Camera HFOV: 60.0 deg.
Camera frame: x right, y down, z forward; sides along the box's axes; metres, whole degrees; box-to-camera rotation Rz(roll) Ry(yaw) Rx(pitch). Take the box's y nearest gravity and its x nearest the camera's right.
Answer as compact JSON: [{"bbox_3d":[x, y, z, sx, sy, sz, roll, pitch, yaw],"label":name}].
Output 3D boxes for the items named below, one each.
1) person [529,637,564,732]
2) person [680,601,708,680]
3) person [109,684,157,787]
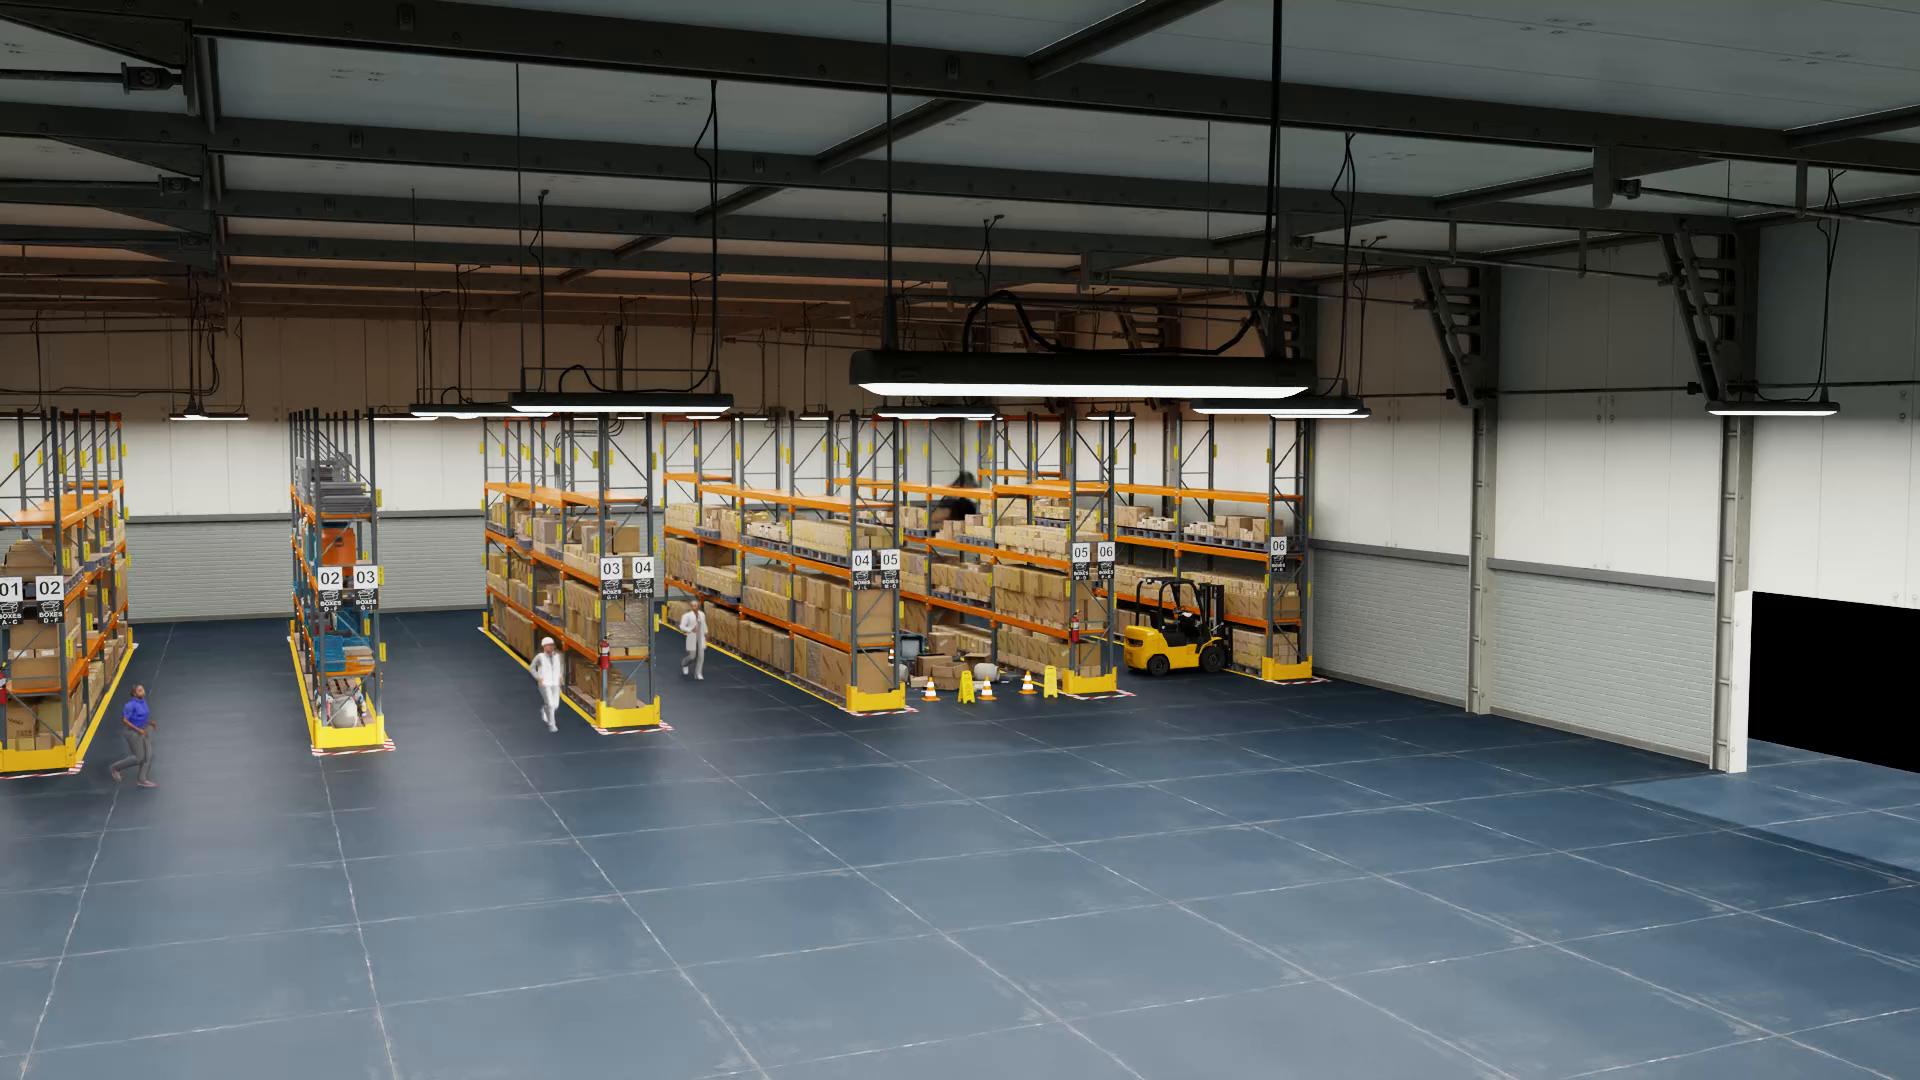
[{"bbox_3d":[-7.722,2.682,31.090,0.665,1.754,0.719,-3,5,-40],"label":"person"},{"bbox_3d":[-5.953,2.233,37.262,0.718,1.746,0.834,-3,5,-36],"label":"person"},{"bbox_3d":[-13.038,3.093,26.266,0.658,1.624,0.581,0,4,3],"label":"person"}]
